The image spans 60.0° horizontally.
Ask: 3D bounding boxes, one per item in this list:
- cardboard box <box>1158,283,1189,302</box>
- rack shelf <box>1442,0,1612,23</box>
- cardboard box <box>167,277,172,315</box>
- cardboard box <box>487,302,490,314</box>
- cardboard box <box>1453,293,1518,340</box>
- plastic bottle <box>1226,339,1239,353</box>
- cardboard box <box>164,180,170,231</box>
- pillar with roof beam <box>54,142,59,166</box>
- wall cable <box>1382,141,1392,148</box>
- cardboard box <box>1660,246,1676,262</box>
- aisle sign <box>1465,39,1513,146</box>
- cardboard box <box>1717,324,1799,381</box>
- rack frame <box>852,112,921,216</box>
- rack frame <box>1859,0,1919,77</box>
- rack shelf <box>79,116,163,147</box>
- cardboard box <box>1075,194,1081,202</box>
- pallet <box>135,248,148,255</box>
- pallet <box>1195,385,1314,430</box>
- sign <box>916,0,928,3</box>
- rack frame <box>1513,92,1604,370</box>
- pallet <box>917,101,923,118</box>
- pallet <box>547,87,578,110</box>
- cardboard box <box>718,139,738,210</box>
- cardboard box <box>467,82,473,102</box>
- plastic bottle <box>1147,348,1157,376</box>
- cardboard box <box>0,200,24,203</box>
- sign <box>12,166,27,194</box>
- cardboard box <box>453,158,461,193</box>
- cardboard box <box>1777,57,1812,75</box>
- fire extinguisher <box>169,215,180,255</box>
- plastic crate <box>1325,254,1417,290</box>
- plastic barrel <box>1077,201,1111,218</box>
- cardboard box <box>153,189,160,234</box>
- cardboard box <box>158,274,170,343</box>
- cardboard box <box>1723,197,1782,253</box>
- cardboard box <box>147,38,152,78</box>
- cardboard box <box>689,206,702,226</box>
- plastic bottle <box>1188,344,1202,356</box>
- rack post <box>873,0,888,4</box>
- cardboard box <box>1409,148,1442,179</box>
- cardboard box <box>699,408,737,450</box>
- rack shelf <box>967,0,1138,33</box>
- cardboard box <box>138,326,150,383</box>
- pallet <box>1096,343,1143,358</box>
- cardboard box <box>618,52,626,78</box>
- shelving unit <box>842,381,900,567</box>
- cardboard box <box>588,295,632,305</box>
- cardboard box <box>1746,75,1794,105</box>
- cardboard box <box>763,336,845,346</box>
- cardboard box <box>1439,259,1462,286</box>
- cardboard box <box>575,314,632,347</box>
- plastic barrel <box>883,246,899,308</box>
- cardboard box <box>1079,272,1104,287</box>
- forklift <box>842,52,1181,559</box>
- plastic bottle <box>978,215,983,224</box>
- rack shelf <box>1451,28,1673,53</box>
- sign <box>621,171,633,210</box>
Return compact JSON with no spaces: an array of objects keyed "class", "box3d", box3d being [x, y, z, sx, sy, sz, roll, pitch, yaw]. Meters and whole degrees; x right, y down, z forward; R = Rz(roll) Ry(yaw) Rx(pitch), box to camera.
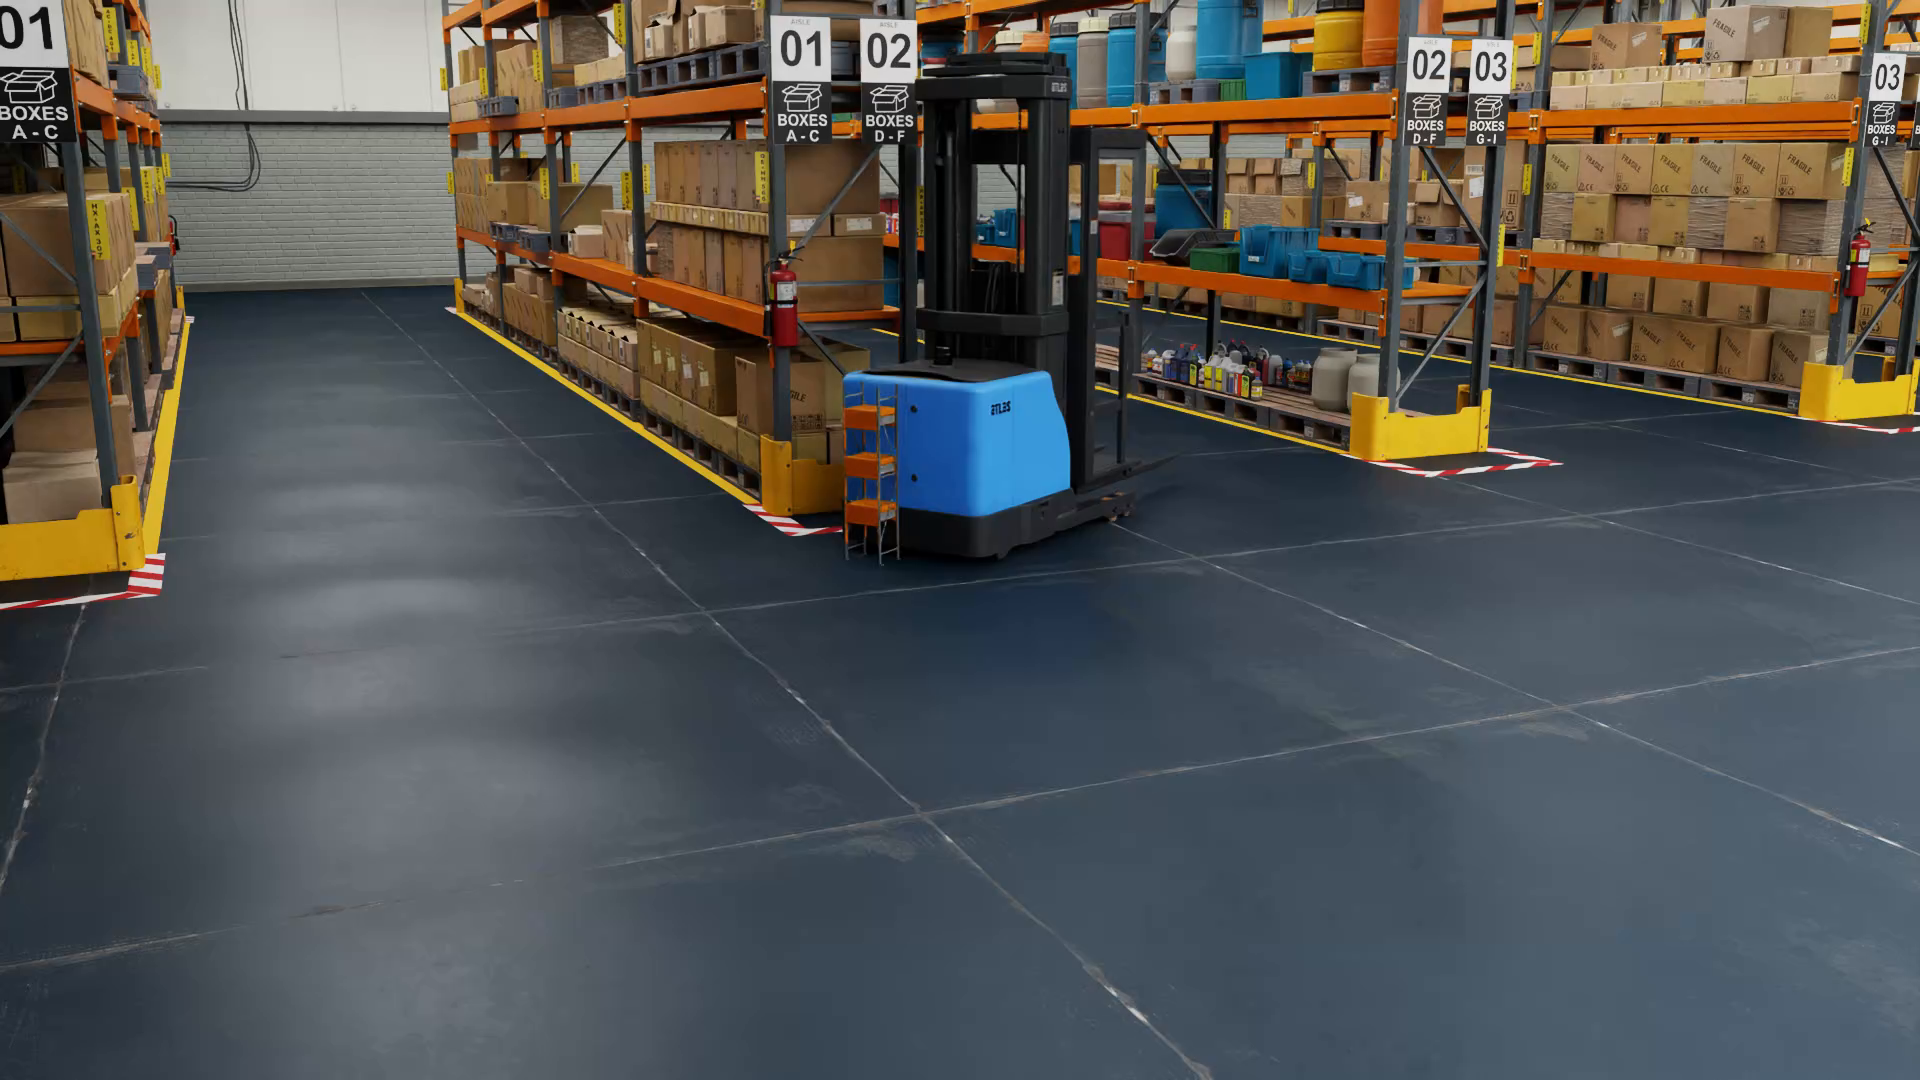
[{"class":"cardboard box","box3d":[3.777,-4.120,25.298,1.225,0.875,0.875,-6,14,-23]},{"class":"rack shelf","box3d":[5.906,-6.218,19.763,1.077,0.370,4.000,-6,14,-23]},{"class":"cardboard box","box3d":[-11.143,-3.313,22.643,0.700,0.500,0.500,-6,14,-23]},{"class":"cardboard box","box3d":[-6.269,-3.176,22.788,0.380,0.149,0.250,-6,14,-23]},{"class":"cardboard box","box3d":[6.307,-2.653,19.750,0.700,0.500,0.500,-6,14,-23]},{"class":"plastic bottle","box3d":[2.691,-1.797,16.382,0.144,0.351,0.185,-6,14,-24]},{"class":"cardboard box","box3d":[-11.502,-4.607,22.956,0.980,0.700,0.700,-5,14,-20]},{"class":"pillar with roof beam","box3d":[-9.645,-8.356,26.517,9.100,9.000,0.400,-6,14,-23]},{"class":"wall cable","box3d":[9.995,-8.590,38.581,0.588,1.984,0.122,-6,14,-23]},{"class":"cardboard box","box3d":[7.273,-2.878,16.708,0.380,0.149,0.250,-6,14,-23]},{"class":"aisle sign","box3d":[4.069,-3.432,12.781,0.394,0.787,0.004,-6,14,-23]},{"class":"cardboard box","box3d":[7.804,-1.839,16.276,0.500,0.500,0.500,-2,13,-8]},{"class":"rack frame","box3d":[-1.036,-4.633,23.736,1.000,3.000,0.127,-6,14,-23]},{"class":"rack frame","box3d":[8.310,-5.524,14.281,1.000,3.000,0.127,-6,14,-23]},{"class":"rack shelf","box3d":[-10.914,-5.263,21.398,1.077,0.370,4.000,-6,14,-23]},{"class":"cardboard box","box3d":[2.257,-5.644,27.778,0.500,0.250,0.500,-6,14,-25]},{"class":"pallet","box3d":[-7.680,-2.413,14.570,1.003,0.211,1.213,-6,14,-23]},{"class":"pallet","box3d":[2.892,-1.227,15.203,1.003,0.211,1.213,-6,14,-23]},{"class":"sign","box3d":[-0.258,-3.682,10.860,0.100,0.325,0.005,-6,14,-23]},{"class":"rack frame","box3d":[6.707,-3.428,18.528,1.000,3.000,0.127,-6,14,-23]},{"class":"pallet","box3d":[-0.175,-5.615,21.747,1.003,0.211,1.213,-6,14,-23]},{"class":"pallet","box3d":[-3.620,-4.597,17.348,1.213,0.211,1.003,-5,14,-20]},{"class":"cardboard box","box3d":[-1.384,-2.709,12.323,0.700,0.500,0.500,-6,14,-23]},{"class":"cardboard box","box3d":[-6.415,-6.102,22.652,0.500,0.250,0.500,-6,14,-23]},{"class":"plastic bottle","box3d":[1.895,-1.760,16.398,0.097,0.271,0.097,0,13,0]},{"class":"cardboard box","box3d":[-6.093,-1.851,10.339,0.500,0.500,0.500,-6,14,-25]},{"class":"sign","box3d":[-9.018,-3.425,15.949,0.100,0.325,0.005,-6,14,-23]},{"class":"cardboard box","box3d":[-7.242,-5.433,24.754,0.500,0.500,0.500,-5,14,-21]},{"class":"cardboard box","box3d":[7.705,-4.324,15.197,0.380,0.149,0.250,-6,14,-25]},{"class":"fire extinguisher","box3d":[-11.353,-4.418,23.806,0.296,0.674,0.183,-6,14,-23]},{"class":"plastic crate","box3d":[3.297,-2.158,13.371,0.499,0.251,0.616,-6,14,-23]},{"class":"plastic barrel","box3d":[1.519,-3.505,18.561,0.433,0.535,0.433,0,13,0]},{"class":"cardboard box","box3d":[-9.484,-3.765,19.058,0.500,0.500,0.500,-6,14,-23]},{"class":"cardboard box","box3d":[-9.375,-2.590,18.743,0.750,0.750,0.750,-5,14,-21]},{"class":"cardboard box","box3d":[7.804,-3.004,15.814,0.875,0.500,0.500,-6,14,-23]},{"class":"cardboard box","box3d":[-10.765,-6.234,21.516,0.500,0.500,0.500,-6,14,-25]},{"class":"cardboard box","box3d":[-1.921,-2.560,13.117,0.380,0.149,0.250,-6,14,-25]},{"class":"plastic bottle","box3d":[2.244,-1.713,16.018,0.144,0.351,0.185,-6,14,-23]},{"class":"rack post","box3d":[-0.727,-7.342,22.304,0.937,0.300,0.954,-6,14,-24]},{"class":"cardboard box","box3d":[7.652,-6.261,27.671,0.500,0.500,0.500,-6,14,-25]},{"class":"cardboard box","box3d":[-1.668,-0.862,12.608,0.500,0.250,0.500,-6,14,-23]},{"class":"rack shelf","box3d":[1.368,-5.771,17.830,1.077,0.370,4.000,-6,14,-23]},{"class":"cardboard box","box3d":[-8.175,-1.765,15.909,0.700,0.500,0.500,-5,14,-22]},{"class":"pallet","box3d":[1.326,-2.033,18.686,1.003,0.211,1.213,-6,14,-23]},{"class":"cardboard box","box3d":[-2.832,-4.368,15.340,0.500,0.250,0.500,-7,15,-28]},{"class":"shelving unit","box3d":[-0.518,-0.390,9.727,0.252,1.050,0.215,8,15,32]},{"class":"cardboard box","box3d":[-4.109,-2.584,19.451,0.500,0.500,0.500,-6,14,-25]},{"class":"cardboard box","box3d":[7.681,-4.169,15.412,0.500,0.250,0.500,-6,14,-23]},{"class":"cardboard box","box3d":[-1.194,-1.274,12.725,0.500,0.500,0.500,-6,14,-23]},{"class":"cardboard box","box3d":[8.141,-4.318,26.986,0.500,0.500,0.500,-5,14,-21]},{"class":"cardboard box","box3d":[-3.612,-2.150,16.932,0.500,0.311,0.500,-6,14,-24]},{"class":"plastic barrel","box3d":[-0.833,-3.702,23.433,0.600,0.901,0.708,-6,14,-23]},{"class":"cardboard box","box3d":[2.595,-4.763,28.080,0.875,0.875,0.875,-6,14,-23]},{"class":"forklift","box3d":[0.505,-1.597,10.771,1.130,2.935,3.031,8,15,32]},{"class":"plastic bottle","box3d":[0.268,-4.111,21.741,0.061,0.283,0.133,-6,14,-23]},{"class":"rack shelf","box3d":[8.889,-7.472,25.179,1.077,0.370,4.000,-6,14,-23]},{"class":"sign","box3d":[-2.864,-3.008,14.323,0.100,0.325,0.005,-6,14,-23]}]
